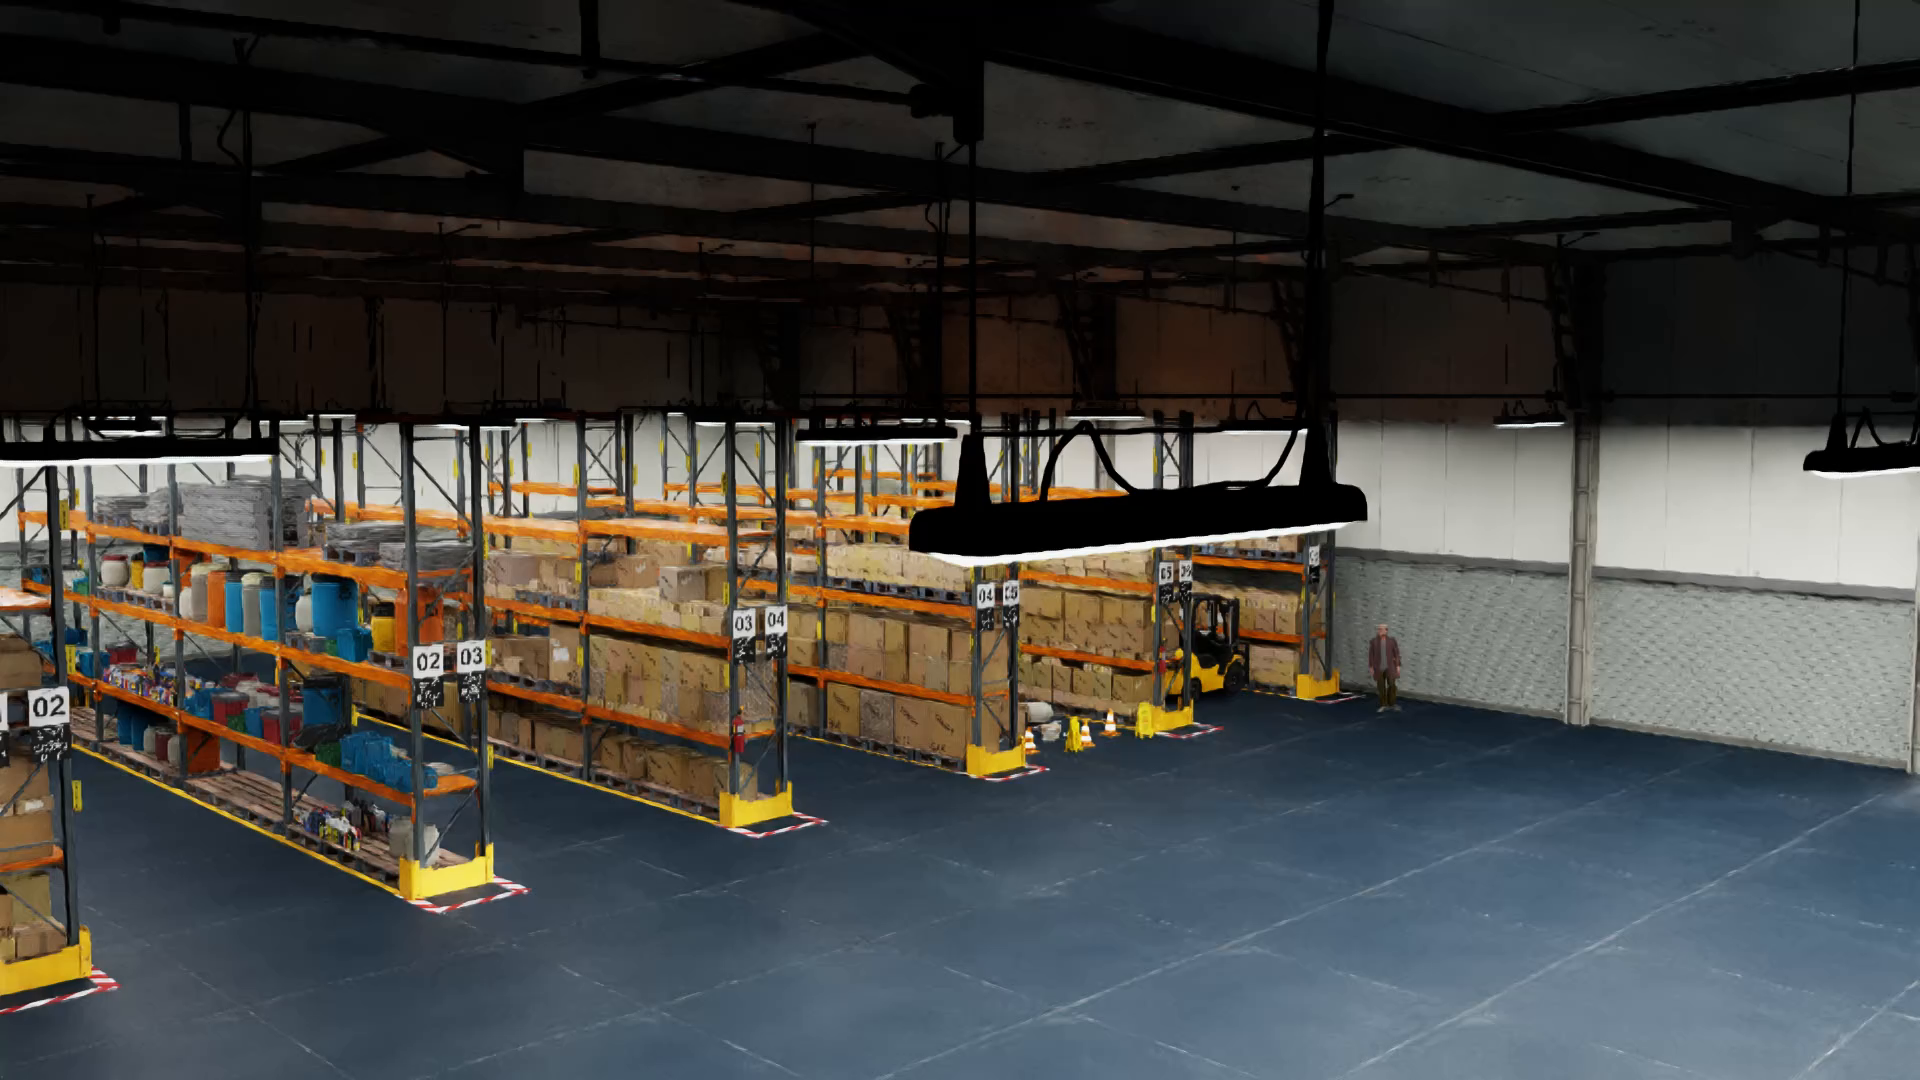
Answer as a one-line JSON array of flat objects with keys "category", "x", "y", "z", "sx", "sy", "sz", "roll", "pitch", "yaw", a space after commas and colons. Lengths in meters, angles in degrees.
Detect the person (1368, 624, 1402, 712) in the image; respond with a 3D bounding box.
[{"category": "person", "x": 8.509, "y": 2.549, "z": 33.256, "sx": 0.665, "sy": 1.772, "sz": 0.457, "roll": 1, "pitch": 5, "yaw": 15}]
